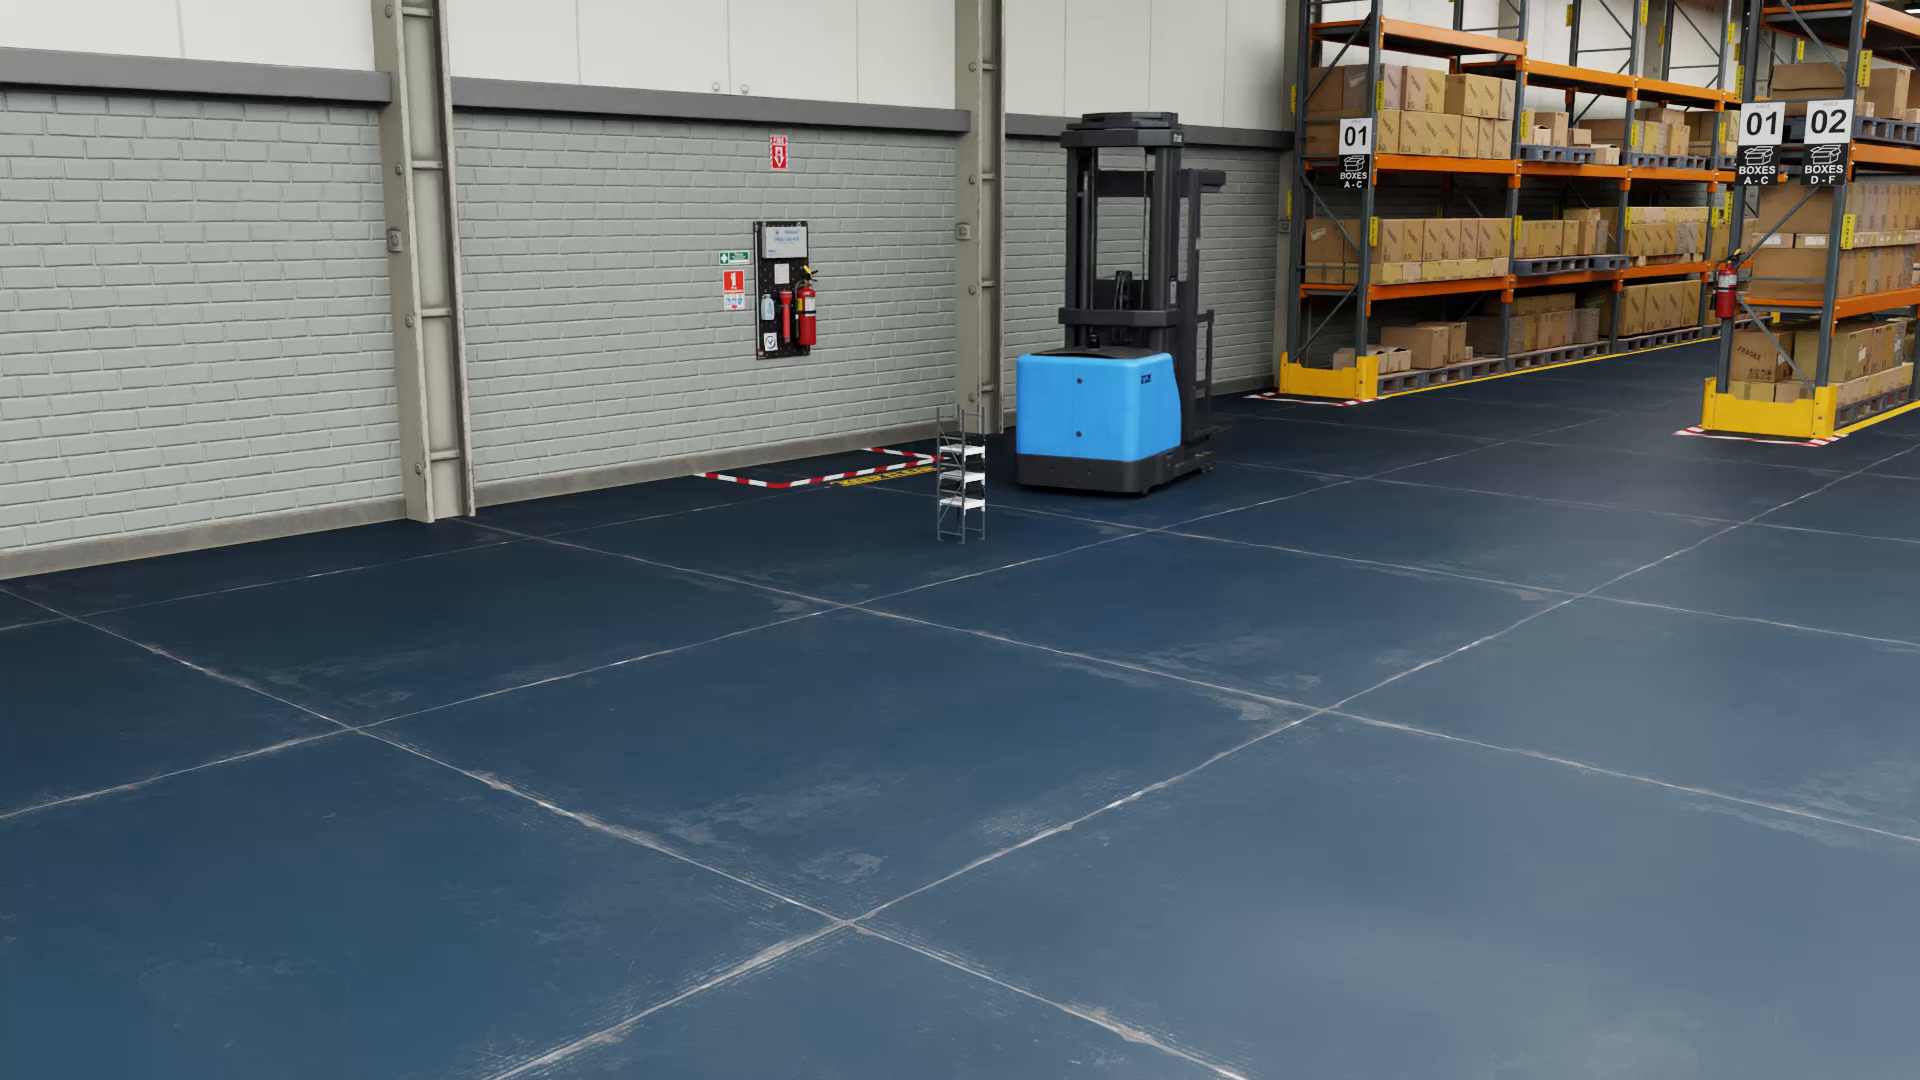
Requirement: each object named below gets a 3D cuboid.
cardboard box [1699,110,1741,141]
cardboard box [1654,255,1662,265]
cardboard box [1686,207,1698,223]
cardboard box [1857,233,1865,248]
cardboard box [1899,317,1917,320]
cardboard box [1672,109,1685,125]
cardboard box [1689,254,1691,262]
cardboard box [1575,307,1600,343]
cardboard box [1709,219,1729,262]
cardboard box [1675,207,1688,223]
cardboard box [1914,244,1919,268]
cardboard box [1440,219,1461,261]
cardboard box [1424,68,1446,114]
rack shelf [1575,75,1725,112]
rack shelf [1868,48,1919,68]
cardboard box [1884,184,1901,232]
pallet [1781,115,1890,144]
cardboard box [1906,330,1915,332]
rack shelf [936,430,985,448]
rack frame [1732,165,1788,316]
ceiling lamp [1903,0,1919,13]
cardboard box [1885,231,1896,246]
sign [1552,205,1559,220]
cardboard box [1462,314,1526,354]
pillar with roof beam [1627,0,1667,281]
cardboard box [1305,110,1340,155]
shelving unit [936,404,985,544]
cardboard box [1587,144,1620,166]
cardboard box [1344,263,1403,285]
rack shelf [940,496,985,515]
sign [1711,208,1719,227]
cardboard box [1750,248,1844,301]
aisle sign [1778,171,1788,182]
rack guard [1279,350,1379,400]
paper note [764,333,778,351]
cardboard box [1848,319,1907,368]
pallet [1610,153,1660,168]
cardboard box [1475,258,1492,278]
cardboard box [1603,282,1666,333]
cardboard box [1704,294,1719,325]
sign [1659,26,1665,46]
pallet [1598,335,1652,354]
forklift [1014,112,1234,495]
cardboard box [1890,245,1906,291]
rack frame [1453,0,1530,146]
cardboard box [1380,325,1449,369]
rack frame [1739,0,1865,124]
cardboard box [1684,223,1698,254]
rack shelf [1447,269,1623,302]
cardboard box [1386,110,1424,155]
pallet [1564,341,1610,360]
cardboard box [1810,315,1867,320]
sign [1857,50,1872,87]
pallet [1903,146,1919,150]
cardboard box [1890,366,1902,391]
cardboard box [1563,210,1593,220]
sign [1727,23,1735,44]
[{"bbox_3d":[12.943,-7.047,28.317,0.500,0.500,0.500,10,15,40],"label":"cardboard box"},{"bbox_3d":[11.017,-4.502,26.683,0.380,0.149,0.250,10,15,41],"label":"cardboard box"},{"bbox_3d":[11.800,-5.355,27.382,0.500,0.250,0.500,10,15,42],"label":"cardboard box"},{"bbox_3d":[8.991,-3.062,16.973,0.380,0.149,0.250,9,15,39],"label":"cardboard box"},{"bbox_3d":[12.778,-2.823,22.204,0.500,0.311,0.500,10,15,42],"label":"cardboard box"},{"bbox_3d":[11.582,-6.949,27.393,0.500,0.250,0.500,-11,16,-43],"label":"cardboard box"},{"bbox_3d":[11.897,-4.686,27.605,0.380,0.149,0.250,10,15,42],"label":"cardboard box"},{"bbox_3d":[9.185,-3.247,25.068,0.700,0.500,0.500,10,15,41],"label":"cardboard box"},{"bbox_3d":[12.632,-5.183,28.737,0.980,0.700,0.700,10,15,41],"label":"cardboard box"},{"bbox_3d":[11.464,-5.280,27.007,0.500,0.250,0.500,10,15,41],"label":"cardboard box"},{"bbox_3d":[11.571,-3.379,20.213,0.500,0.500,0.500,-11,16,-43],"label":"cardboard box"},{"bbox_3d":[5.892,-3.752,20.756,0.500,0.500,0.500,10,15,42],"label":"cardboard box"},{"bbox_3d":[5.476,-5.382,19.982,0.500,0.500,0.500,10,15,42],"label":"cardboard box"},{"bbox_3d":[10.941,-7.057,26.426,1.077,0.370,4.000,10,15,40],"label":"rack shelf"},{"bbox_3d":[12.024,-5.828,20.275,1.077,0.370,4.000,10,15,40],"label":"rack shelf"},{"bbox_3d":[9.752,-3.612,18.071,0.700,0.500,0.500,10,15,40],"label":"cardboard box"},{"bbox_3d":[8.550,-4.081,16.552,1.003,0.211,1.213,10,15,40],"label":"pallet"},{"bbox_3d":[11.498,-2.375,19.962,0.500,0.311,0.500,10,15,40],"label":"cardboard box"},{"bbox_3d":[0.005,-0.675,11.083,0.258,0.077,0.200,10,15,40],"label":"rack shelf"},{"bbox_3d":[14.902,-5.547,31.323,1.000,3.000,0.127,10,15,40],"label":"rack frame"},{"bbox_3d":[18.571,-11.419,30.506,2.000,3.185,0.800,10,15,40],"label":"ceiling lamp"},{"bbox_3d":[9.846,-3.254,17.933,0.380,0.149,0.250,10,15,42],"label":"cardboard box"},{"bbox_3d":[9.202,-5.009,25.674,0.100,0.325,0.005,10,15,40],"label":"sign"},{"bbox_3d":[7.454,-2.882,23.239,0.700,0.500,0.500,10,15,42],"label":"cardboard box"},{"bbox_3d":[15.307,-7.558,26.078,9.100,9.000,0.400,10,15,40],"label":"pillar with roof beam"},{"bbox_3d":[4.425,-4.817,19.703,0.500,0.500,0.500,-11,16,-43],"label":"cardboard box"},{"bbox_3d":[0.005,-0.442,11.129,0.258,0.900,0.210,10,15,40],"label":"shelving unit"},{"bbox_3d":[9.348,-5.666,24.438,0.500,0.311,0.500,10,15,40],"label":"cardboard box"},{"bbox_3d":[4.901,-3.160,19.704,0.500,0.250,0.500,9,15,39],"label":"cardboard box"},{"bbox_3d":[0.005,-0.233,11.171,0.258,0.077,0.200,10,15,40],"label":"rack shelf"},{"bbox_3d":[12.675,-5.418,27.927,0.100,0.325,0.005,10,15,40],"label":"sign"},{"bbox_3d":[8.381,-2.669,16.659,0.700,0.500,0.500,10,15,40],"label":"cardboard box"},{"bbox_3d":[15.175,-6.793,30.928,0.394,0.787,0.004,10,15,40],"label":"aisle sign"},{"bbox_3d":[4.390,-1.978,19.838,1.175,0.500,0.348,10,15,40],"label":"rack guard"},{"bbox_3d":[-1.637,-1.717,14.398,0.016,0.148,0.142,10,15,40],"label":"paper note"},{"bbox_3d":[10.223,-2.198,18.591,0.500,0.500,0.500,10,15,40],"label":"cardboard box"},{"bbox_3d":[10.006,-5.850,25.664,1.213,0.211,1.003,11,16,43],"label":"pallet"},{"bbox_3d":[6.560,-3.536,21.590,0.500,0.250,0.500,10,15,41],"label":"cardboard box"},{"bbox_3d":[10.788,-3.741,26.698,0.750,0.750,0.750,10,15,40],"label":"cardboard box"},{"bbox_3d":[12.832,-4.035,29.065,0.700,0.500,0.500,10,15,41],"label":"cardboard box"},{"bbox_3d":[11.861,-8.511,28.060,0.100,0.325,0.005,10,15,40],"label":"sign"},{"bbox_3d":[10.198,-3.108,26.235,1.003,0.211,1.213,10,15,40],"label":"pallet"},{"bbox_3d":[1.538,-2.031,13.895,1.130,2.935,3.031,6,13,26],"label":"forklift"},{"bbox_3d":[10.072,-3.046,18.547,0.700,0.500,0.500,10,15,40],"label":"cardboard box"},{"bbox_3d":[6.980,-6.723,21.896,1.000,3.000,0.127,10,15,40],"label":"rack frame"},{"bbox_3d":[5.762,-2.458,21.119,0.700,0.500,0.500,9,14,37],"label":"cardboard box"},{"bbox_3d":[8.064,-5.495,15.746,1.000,3.000,0.127,10,15,40],"label":"rack frame"},{"bbox_3d":[11.817,-4.986,27.451,0.500,0.500,0.500,10,15,41],"label":"cardboard box"},{"bbox_3d":[8.301,-3.723,24.028,1.077,0.370,4.000,10,15,40],"label":"rack shelf"},{"bbox_3d":[5.130,-4.814,19.689,0.500,0.500,0.500,-11,16,-44],"label":"cardboard box"},{"bbox_3d":[9.104,-2.887,25.129,1.003,0.211,1.213,10,15,40],"label":"pallet"},{"bbox_3d":[10.163,-2.339,19.296,0.500,0.500,0.500,10,15,40],"label":"cardboard box"},{"bbox_3d":[8.476,-4.418,15.583,0.100,0.325,0.005,10,15,40],"label":"sign"},{"bbox_3d":[11.276,-4.650,19.663,0.805,0.209,1.217,9,14,38],"label":"pallet"},{"bbox_3d":[10.225,-1.830,18.663,0.500,0.250,0.500,10,15,40],"label":"cardboard box"},{"bbox_3d":[9.214,-4.849,24.794,0.380,0.149,0.250,7,13,31],"label":"cardboard box"},{"bbox_3d":[12.677,-8.329,27.348,0.100,0.325,0.005,10,15,40],"label":"sign"}]
